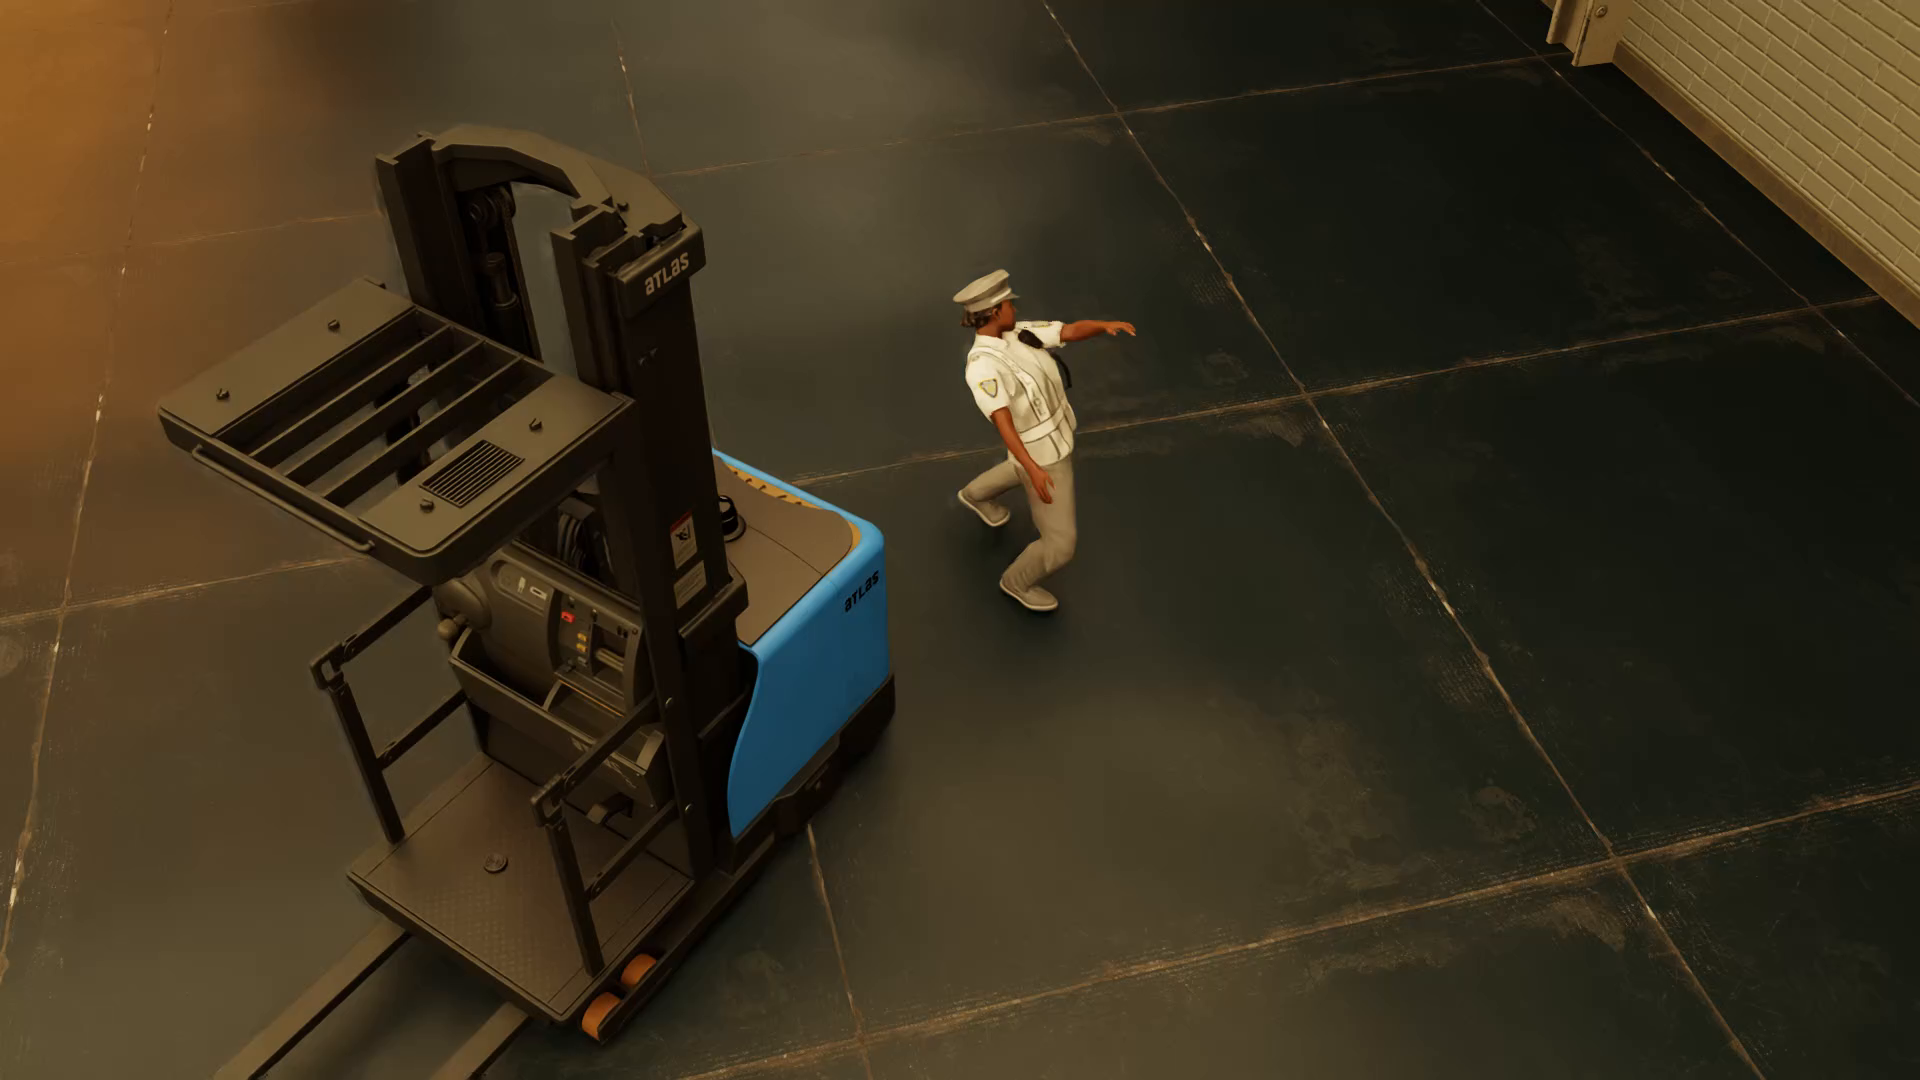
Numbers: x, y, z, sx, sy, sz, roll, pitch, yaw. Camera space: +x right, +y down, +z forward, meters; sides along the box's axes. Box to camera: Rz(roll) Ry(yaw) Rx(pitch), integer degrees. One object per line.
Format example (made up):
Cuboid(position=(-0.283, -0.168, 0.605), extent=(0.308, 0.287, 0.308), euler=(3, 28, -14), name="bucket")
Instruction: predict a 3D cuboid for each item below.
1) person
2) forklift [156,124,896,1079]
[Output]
Cuboid(position=(0.318, -0.331, 7.043), extent=(0.760, 1.472, 0.962), euler=(4, 44, 4), name="person")
Cuboid(position=(-1.510, 0.328, 5.298), extent=(1.130, 2.935, 3.031), euler=(25, 49, 24), name="forklift")
